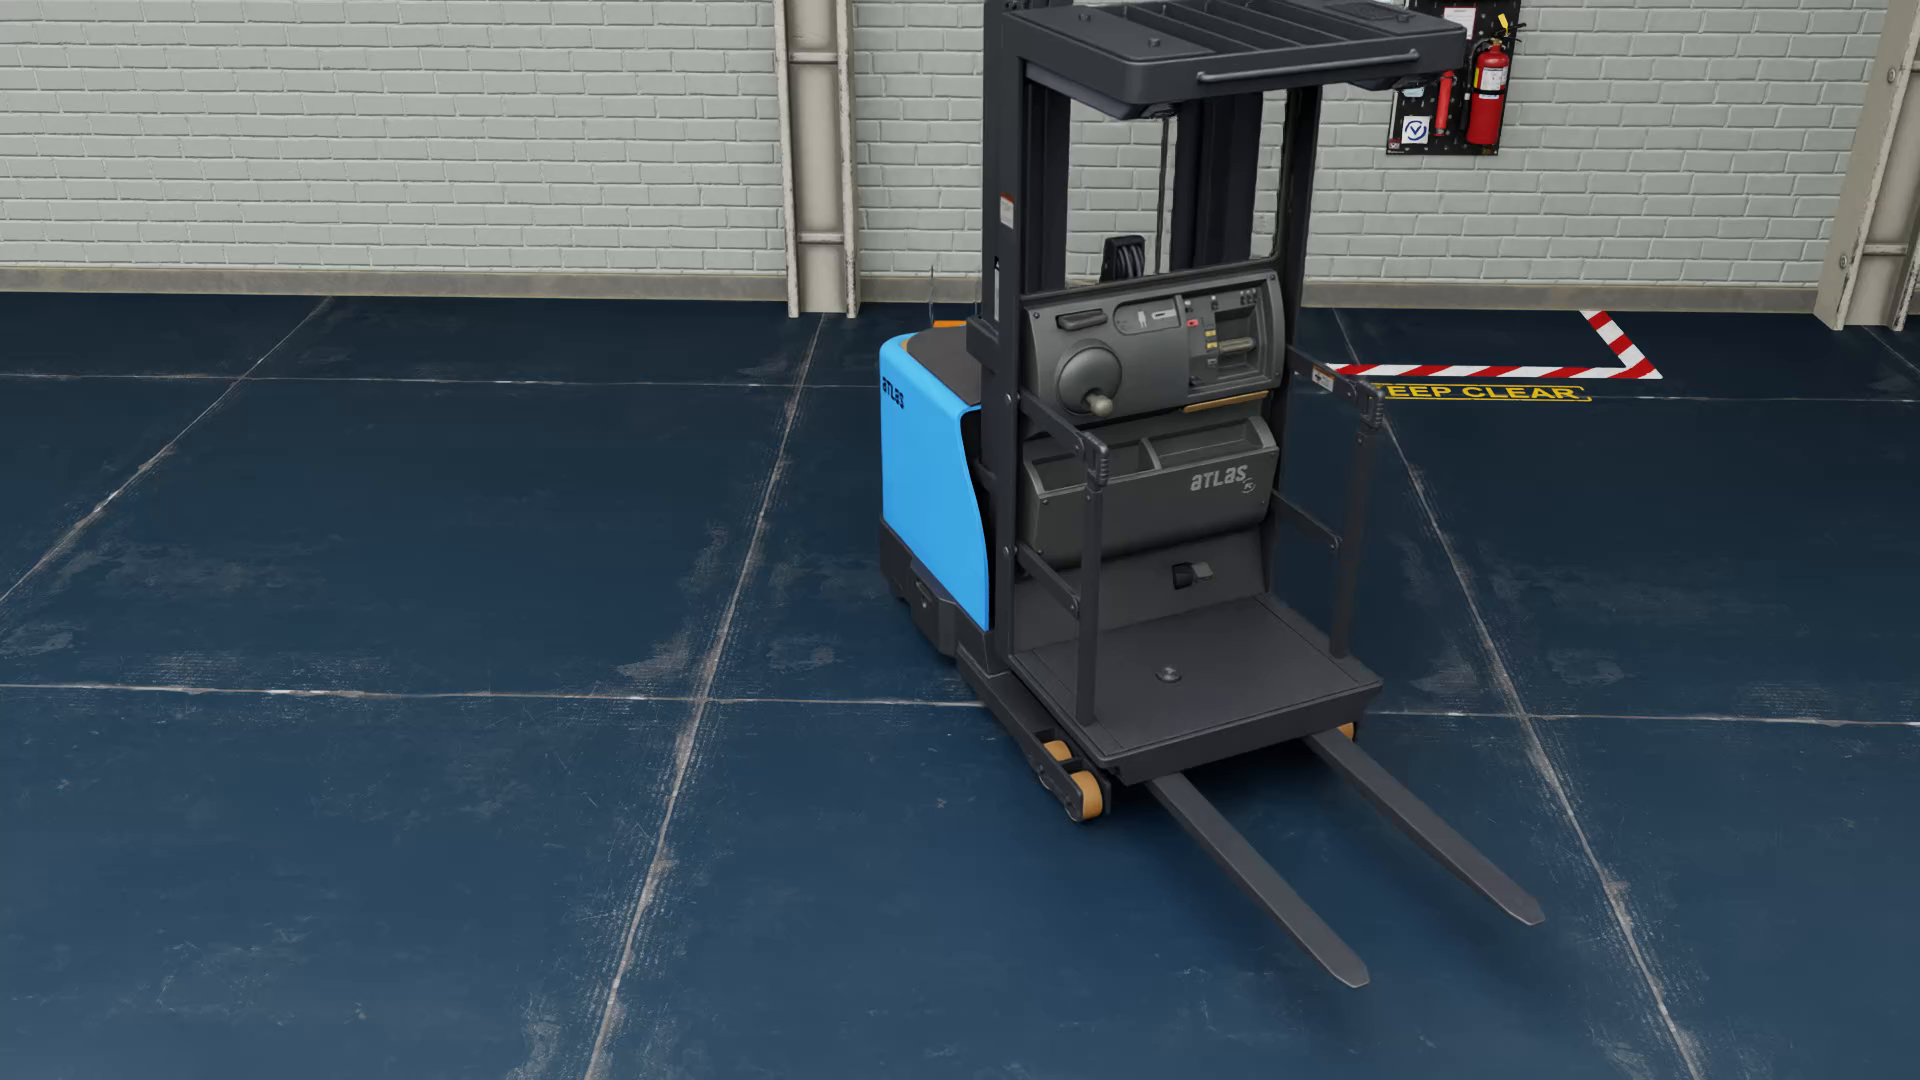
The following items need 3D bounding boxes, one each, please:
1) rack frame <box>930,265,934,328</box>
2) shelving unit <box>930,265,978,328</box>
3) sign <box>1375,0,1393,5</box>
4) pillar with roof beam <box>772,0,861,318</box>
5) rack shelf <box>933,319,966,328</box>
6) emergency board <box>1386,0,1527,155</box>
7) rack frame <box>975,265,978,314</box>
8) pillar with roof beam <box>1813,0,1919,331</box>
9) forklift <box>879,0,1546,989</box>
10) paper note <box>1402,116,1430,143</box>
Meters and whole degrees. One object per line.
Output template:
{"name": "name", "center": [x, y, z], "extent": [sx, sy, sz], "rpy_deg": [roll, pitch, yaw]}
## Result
{"name": "rack frame", "center": [-0.116, -0.540, 6.986], "extent": [0.006, 1.200, 0.240], "rpy_deg": [1, 28, 1]}
{"name": "shelving unit", "center": [-0.024, -0.539, 6.984], "extent": [0.189, 1.200, 0.258], "rpy_deg": [1, 28, 1]}
{"name": "sign", "center": [2.187, -2.958, 9.023], "extent": [0.331, 0.109, 0.001], "rpy_deg": [1, 28, 2]}
{"name": "pillar with roof beam", "center": [-0.948, -3.331, 3.925], "extent": [0.400, 9.000, 9.100], "rpy_deg": [1, 28, 2]}
{"name": "rack shelf", "center": [-0.024, -0.818, 6.837], "extent": [0.180, 0.103, 0.258], "rpy_deg": [1, 28, 1]}
{"name": "emergency board", "center": [2.732, -2.655, 9.055], "extent": [0.643, 1.169, 0.194], "rpy_deg": [1, 28, 2]}
{"name": "rack frame", "center": [0.067, -0.538, 6.983], "extent": [0.006, 1.200, 0.240], "rpy_deg": [1, 28, 1]}
{"name": "pillar with roof beam", "center": [5.048, -3.232, 3.738], "extent": [0.400, 9.000, 9.100], "rpy_deg": [1, 28, 2]}
{"name": "forklift", "center": [0.741, -0.597, 5.247], "extent": [1.130, 2.935, 3.031], "rpy_deg": [-12, 30, -21]}
{"name": "paper note", "center": [2.557, -2.301, 9.328], "extent": [0.142, 0.148, 0.016], "rpy_deg": [1, 28, 2]}
